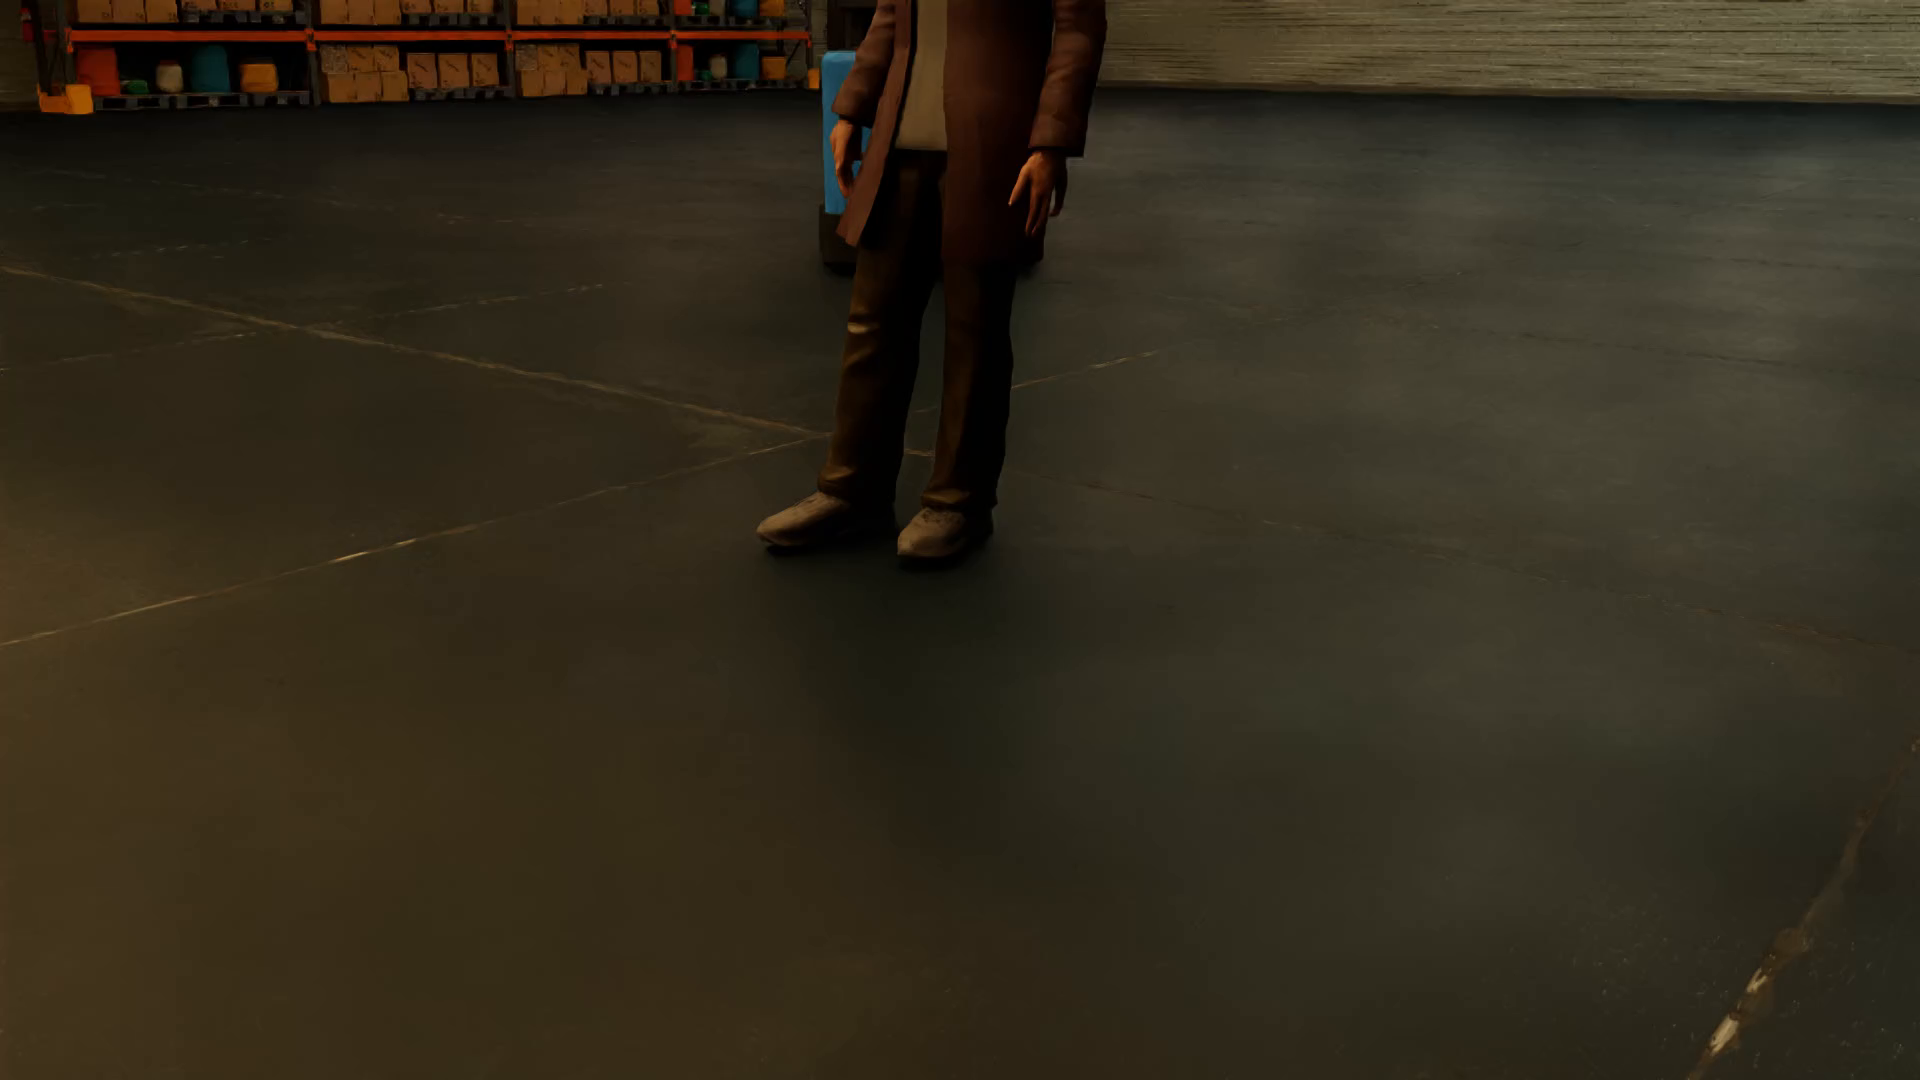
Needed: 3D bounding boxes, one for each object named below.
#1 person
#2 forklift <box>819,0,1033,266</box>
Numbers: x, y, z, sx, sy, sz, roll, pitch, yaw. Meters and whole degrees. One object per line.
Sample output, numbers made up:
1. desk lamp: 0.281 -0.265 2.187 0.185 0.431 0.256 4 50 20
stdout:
1. person: -0.062 -0.838 3.617 0.694 1.776 0.580 13 21 37
2. forklift: -0.186 -3.140 9.237 1.130 2.935 3.031 0 17 -1
